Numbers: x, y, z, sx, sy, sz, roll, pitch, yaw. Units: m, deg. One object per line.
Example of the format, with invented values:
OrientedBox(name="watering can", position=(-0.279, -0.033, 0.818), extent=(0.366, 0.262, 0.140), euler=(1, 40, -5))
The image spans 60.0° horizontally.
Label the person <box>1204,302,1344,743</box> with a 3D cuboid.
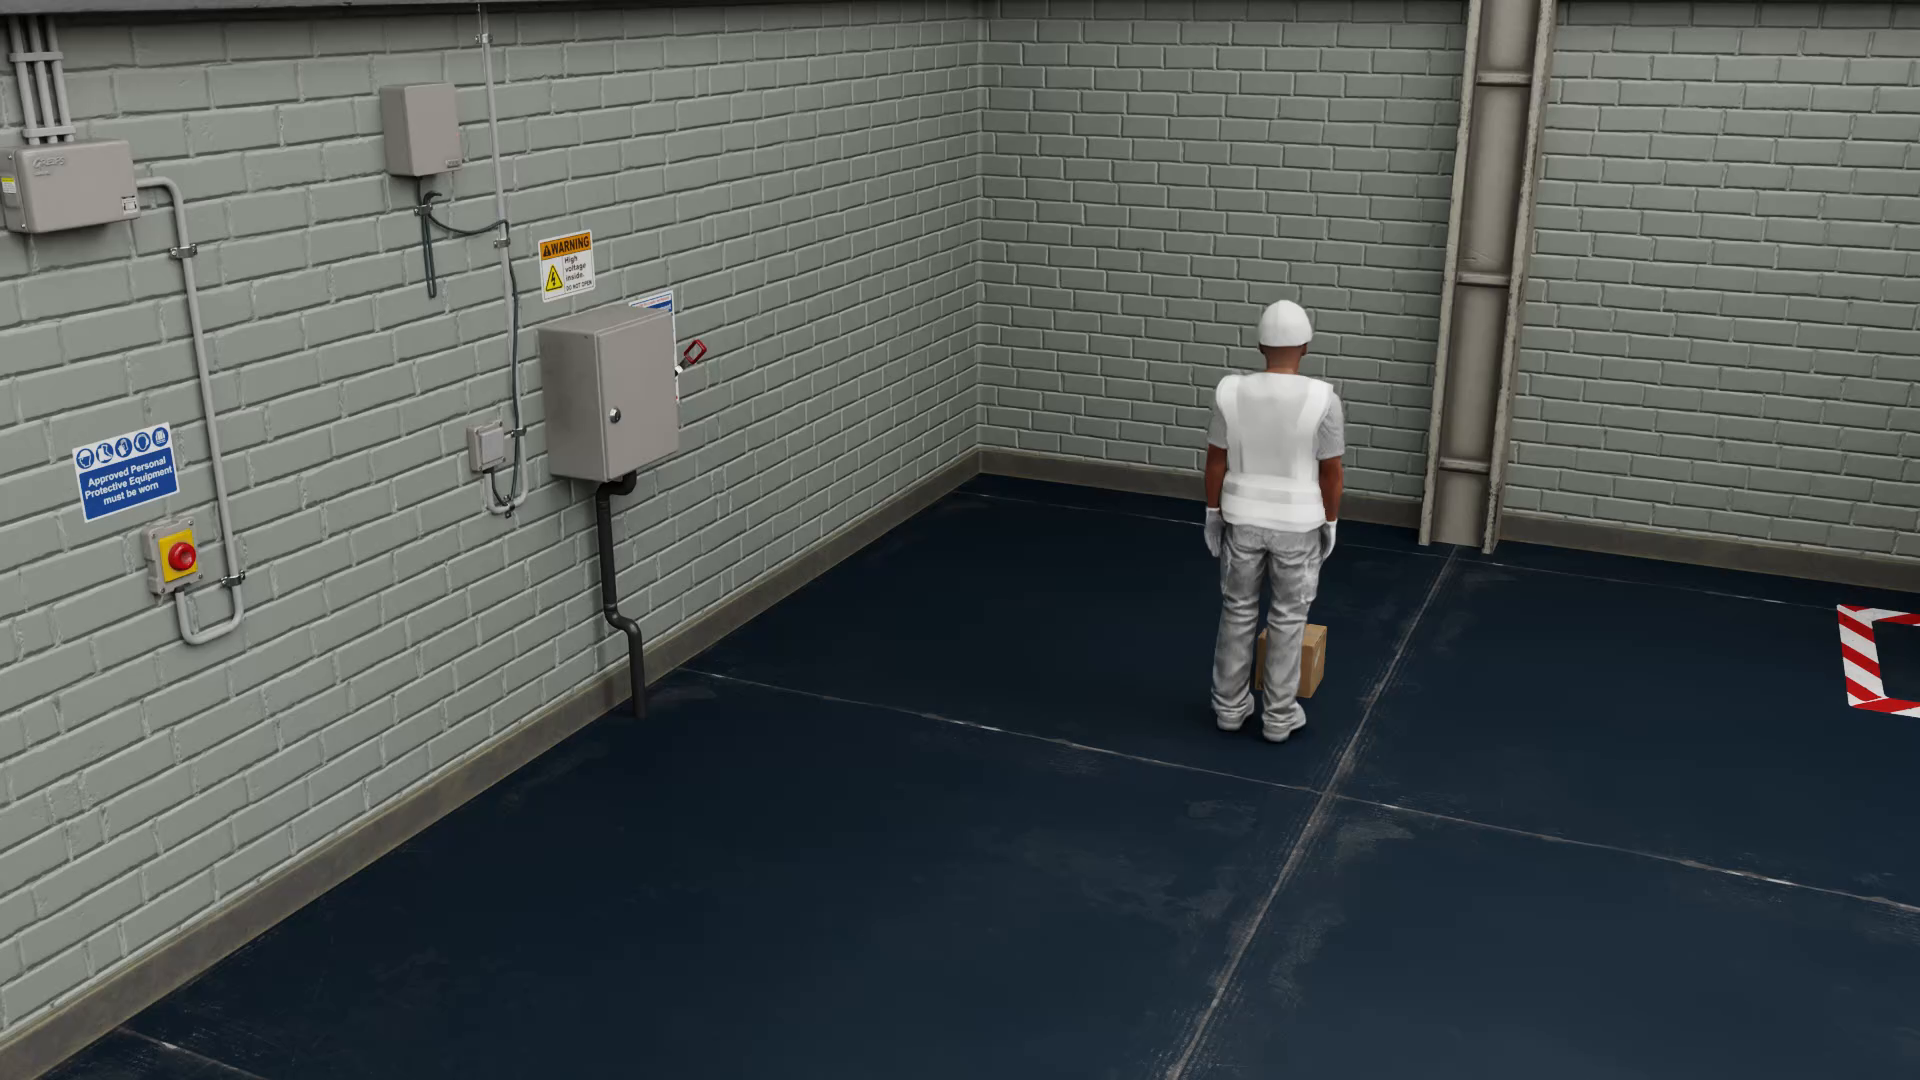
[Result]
OrientedBox(name="person", position=(1.254, -0.070, 6.697), extent=(0.552, 1.787, 0.352), euler=(8, 21, 23))
